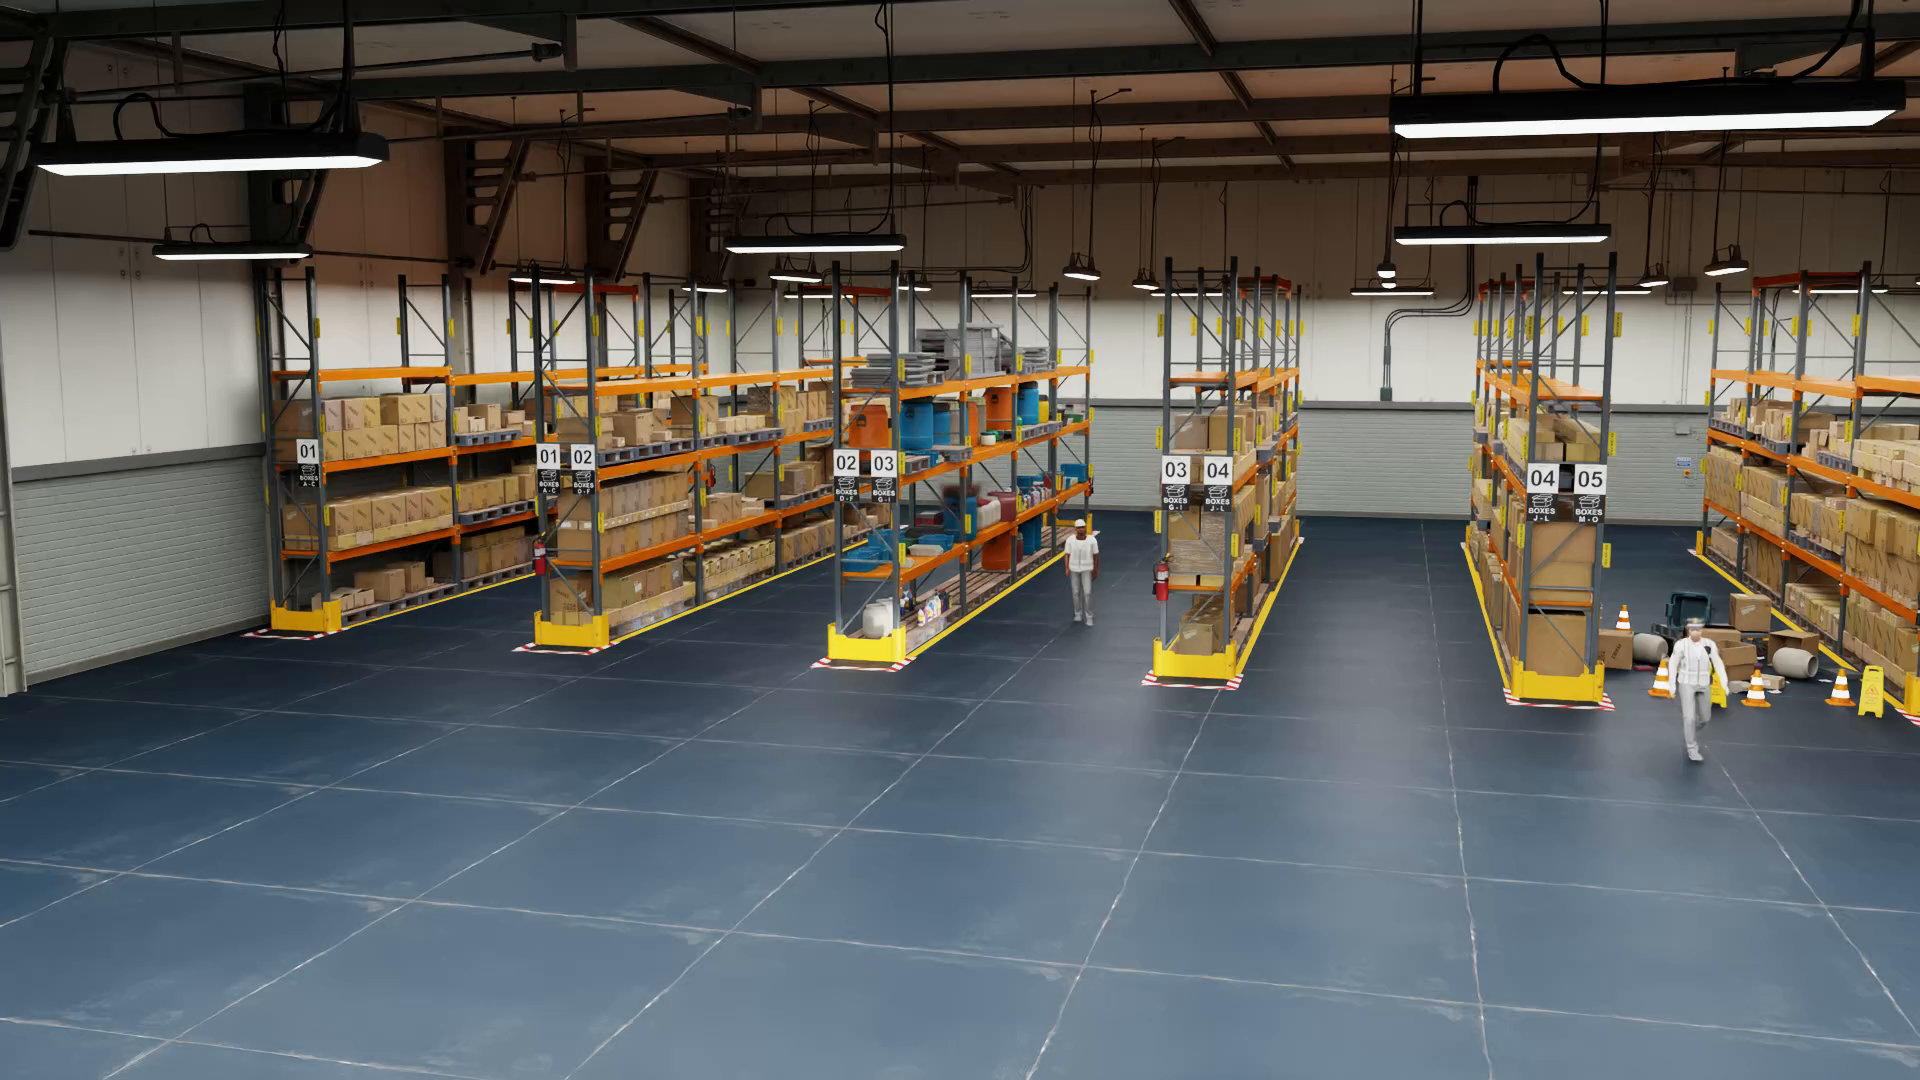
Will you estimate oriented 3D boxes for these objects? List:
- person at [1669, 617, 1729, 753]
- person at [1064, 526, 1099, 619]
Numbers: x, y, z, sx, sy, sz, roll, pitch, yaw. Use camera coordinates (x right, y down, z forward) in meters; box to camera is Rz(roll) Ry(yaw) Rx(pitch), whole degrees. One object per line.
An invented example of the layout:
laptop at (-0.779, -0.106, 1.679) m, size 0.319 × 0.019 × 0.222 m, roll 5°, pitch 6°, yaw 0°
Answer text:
person at (8.644, 1.678, 19.518) m, size 0.594 × 1.600 × 0.580 m, roll 1°, pitch 7°, yaw 7°
person at (2.053, 0.518, 28.328) m, size 0.570 × 1.636 × 0.525 m, roll 2°, pitch 8°, yaw 16°
